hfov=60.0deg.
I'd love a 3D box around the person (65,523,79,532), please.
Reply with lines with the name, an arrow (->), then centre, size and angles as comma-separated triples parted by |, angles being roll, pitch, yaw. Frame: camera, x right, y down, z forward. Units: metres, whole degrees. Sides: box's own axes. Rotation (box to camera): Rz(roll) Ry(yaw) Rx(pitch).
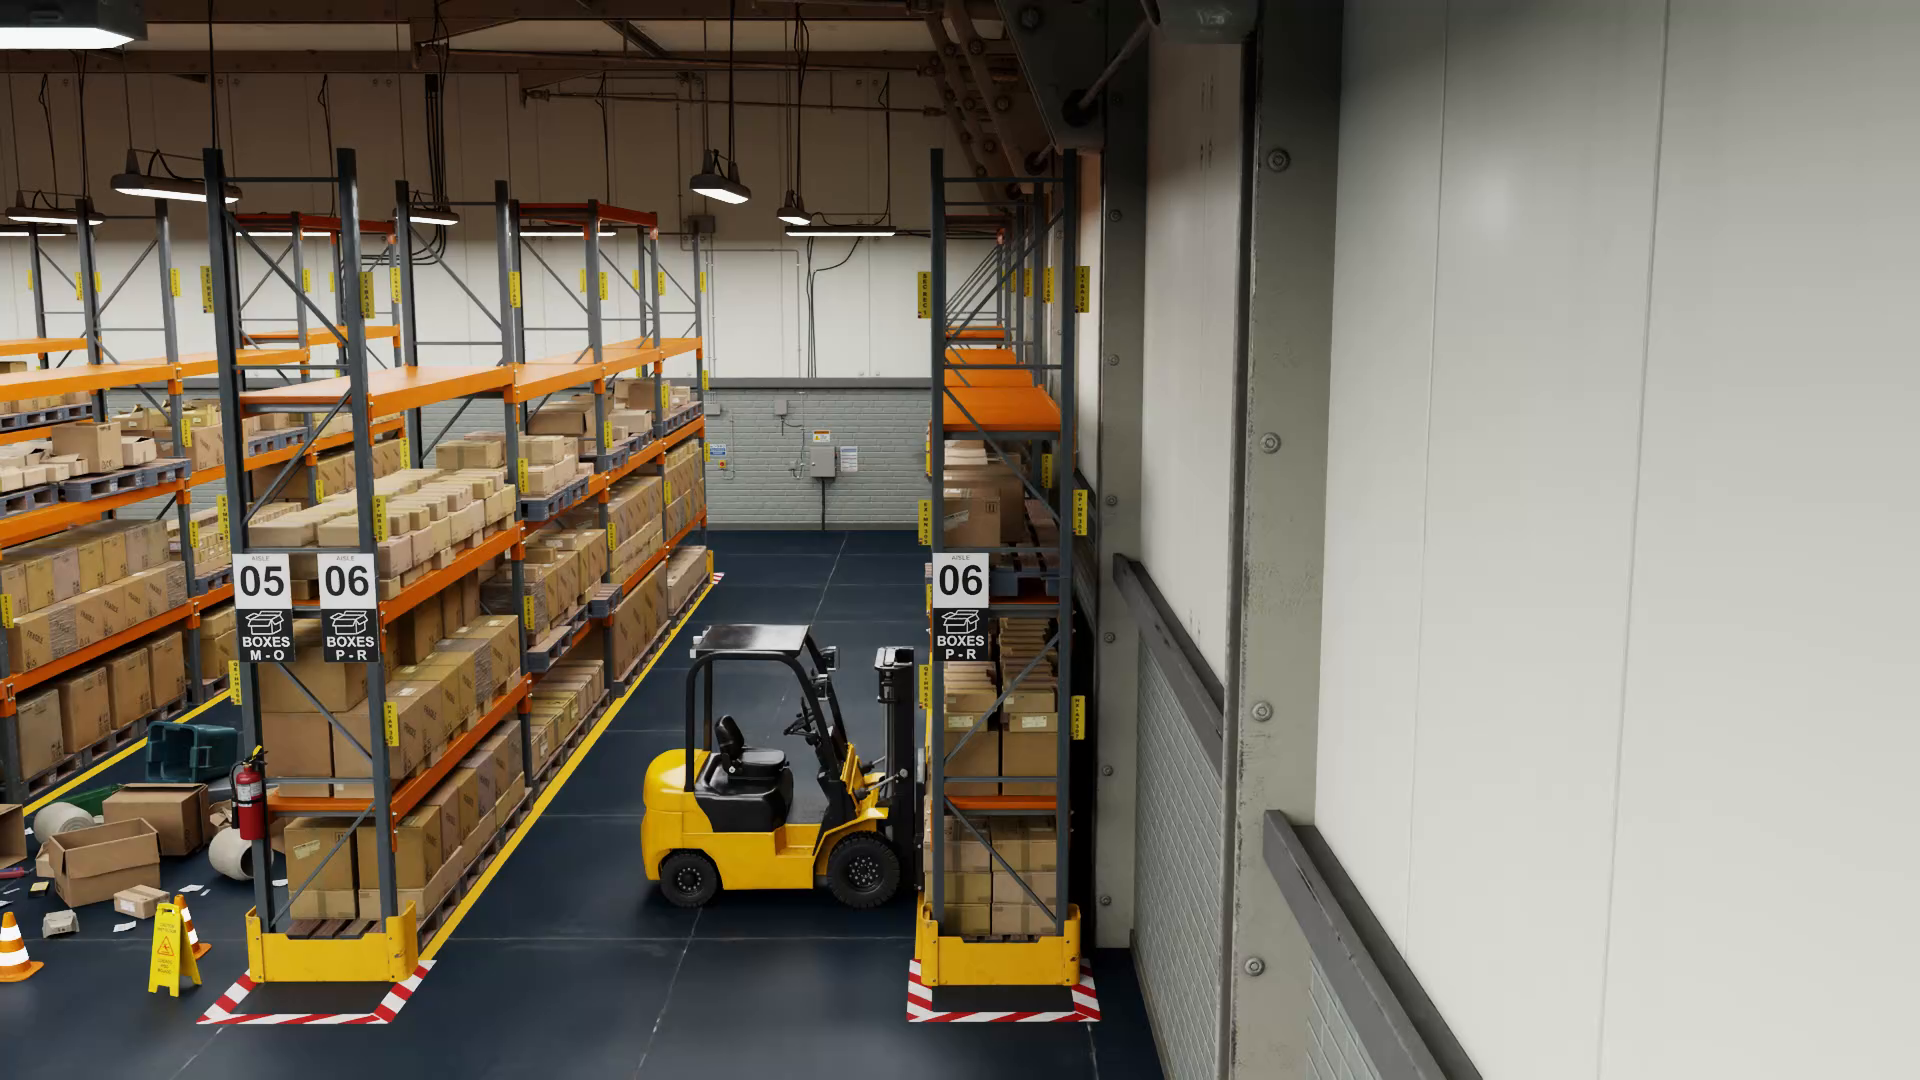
person -> -12.802, 0.549, 24.106 | 0.547, 1.579, 0.841 | -2, 9, -11
